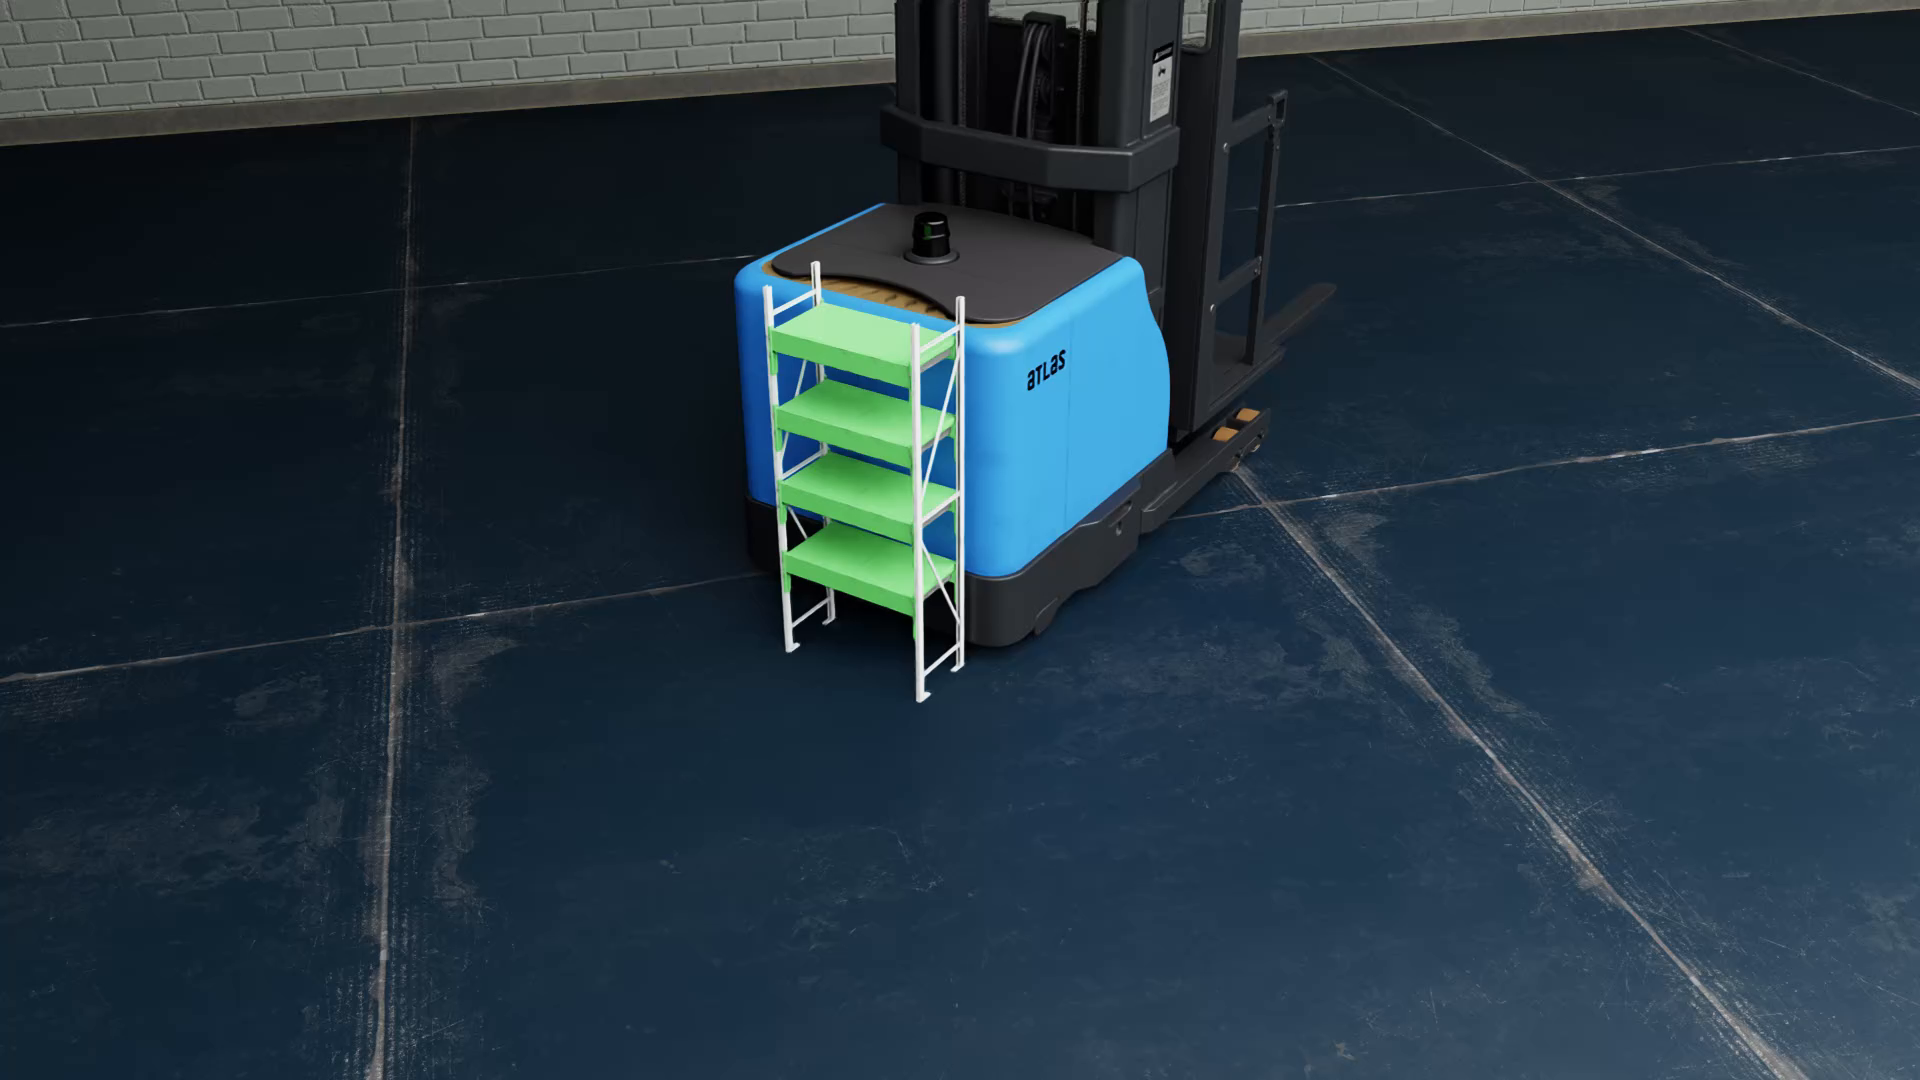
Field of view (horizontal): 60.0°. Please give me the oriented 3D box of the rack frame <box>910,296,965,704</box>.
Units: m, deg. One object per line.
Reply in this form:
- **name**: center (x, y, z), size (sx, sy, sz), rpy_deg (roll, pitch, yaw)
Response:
- **rack frame**: center (-0.058, -0.088, 4.705), size (0.015, 1.200, 0.240), rpy_deg (18, 35, 28)

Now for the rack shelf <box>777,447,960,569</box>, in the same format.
- **rack shelf**: center (-0.264, -0.099, 4.851), size (0.480, 0.148, 0.258), rpy_deg (18, 35, 28)

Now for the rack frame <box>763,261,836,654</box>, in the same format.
- **rack frame**: center (-0.469, -0.221, 4.933), size (0.015, 1.200, 0.240), rpy_deg (18, 35, 28)

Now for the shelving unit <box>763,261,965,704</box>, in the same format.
- **shelving unit**: center (-0.264, -0.155, 4.819), size (0.503, 1.200, 0.258), rpy_deg (18, 35, 28)

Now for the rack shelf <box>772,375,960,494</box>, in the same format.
- **rack shelf**: center (-0.264, -0.307, 4.731), size (0.480, 0.148, 0.258), rpy_deg (18, 35, 28)

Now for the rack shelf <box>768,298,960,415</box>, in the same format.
- **rack shelf**: center (-0.264, -0.515, 4.611), size (0.480, 0.148, 0.258), rpy_deg (18, 35, 28)

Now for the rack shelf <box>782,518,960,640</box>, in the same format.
- **rack shelf**: center (-0.264, 0.108, 4.971), size (0.480, 0.148, 0.258), rpy_deg (18, 35, 28)

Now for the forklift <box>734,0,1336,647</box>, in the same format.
- **forklift**: center (0.525, -1.638, 5.655), size (1.130, 2.935, 3.031), rpy_deg (18, 35, 28)
